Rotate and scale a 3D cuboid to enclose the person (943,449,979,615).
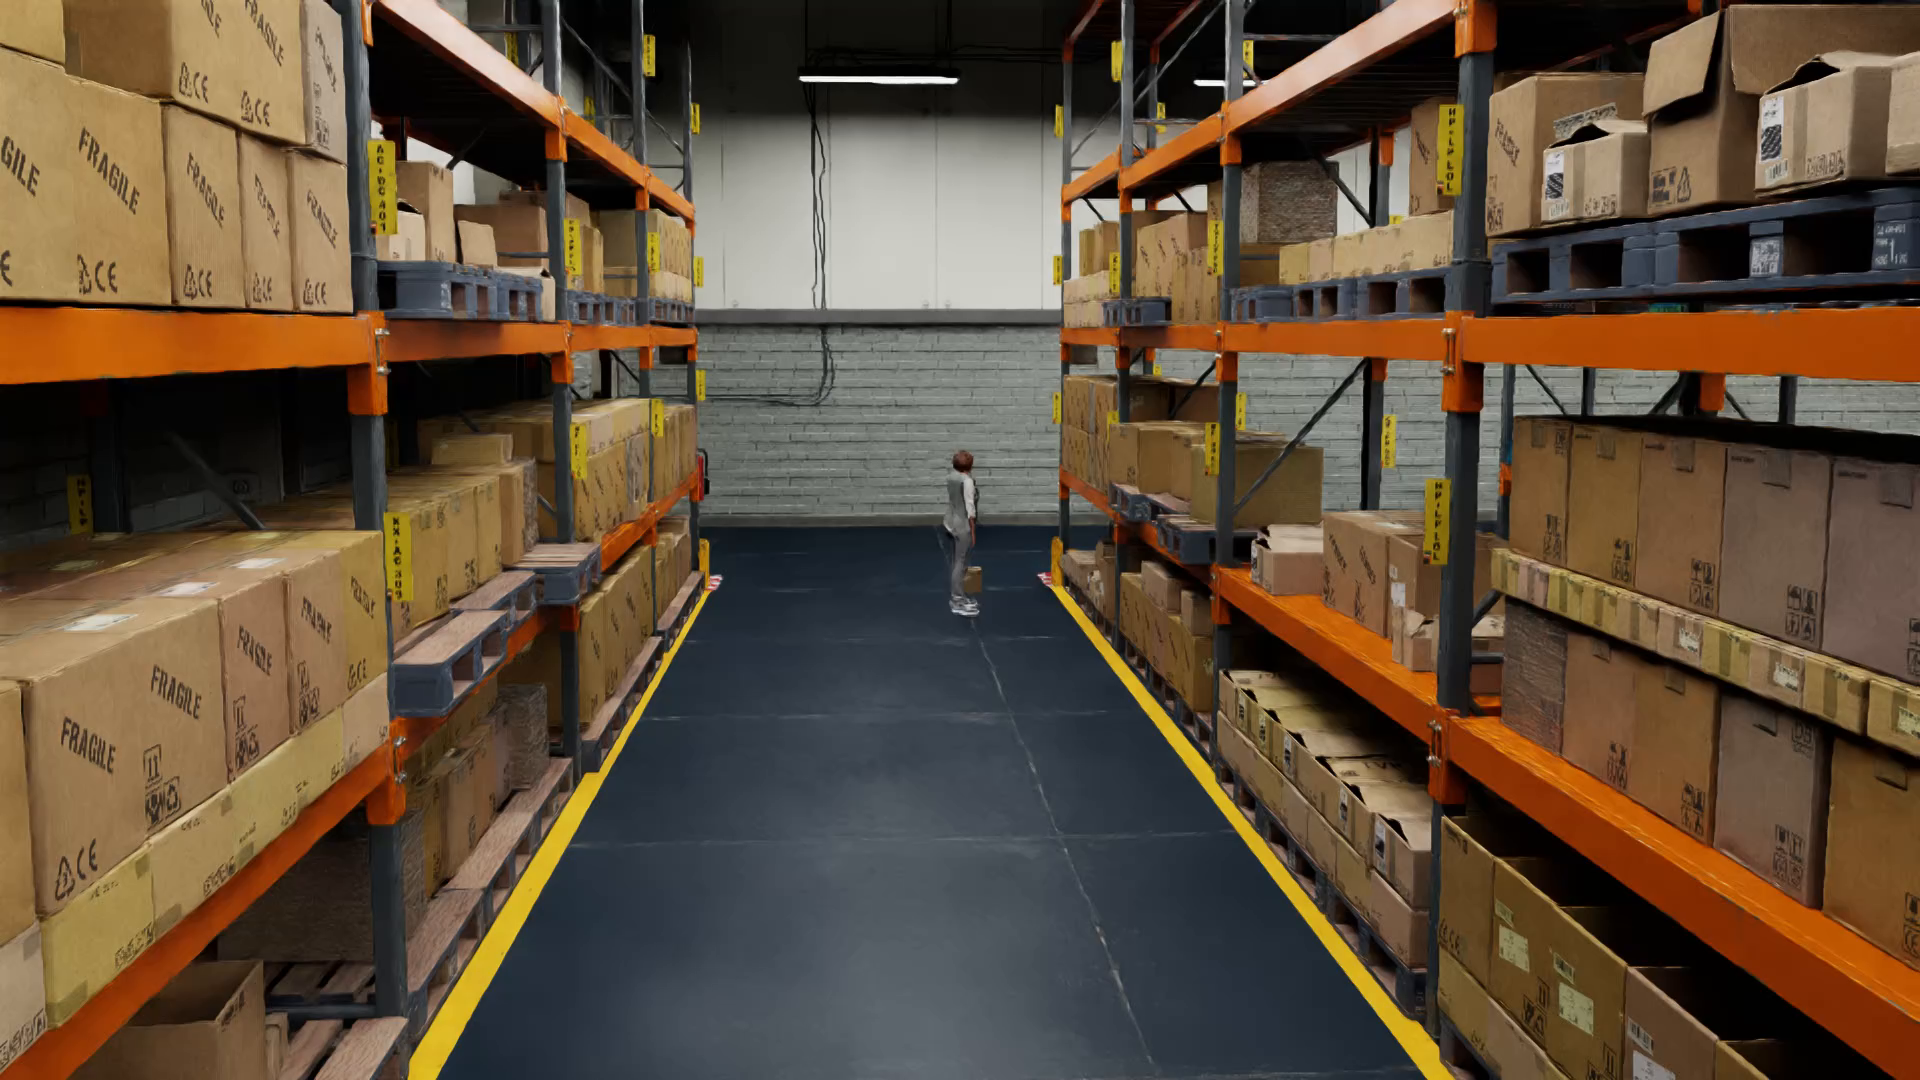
[{"bbox_3d":[0.051,-0.090,16.315,0.421,1.603,0.489,-4,8,-29],"label":"person"}]
